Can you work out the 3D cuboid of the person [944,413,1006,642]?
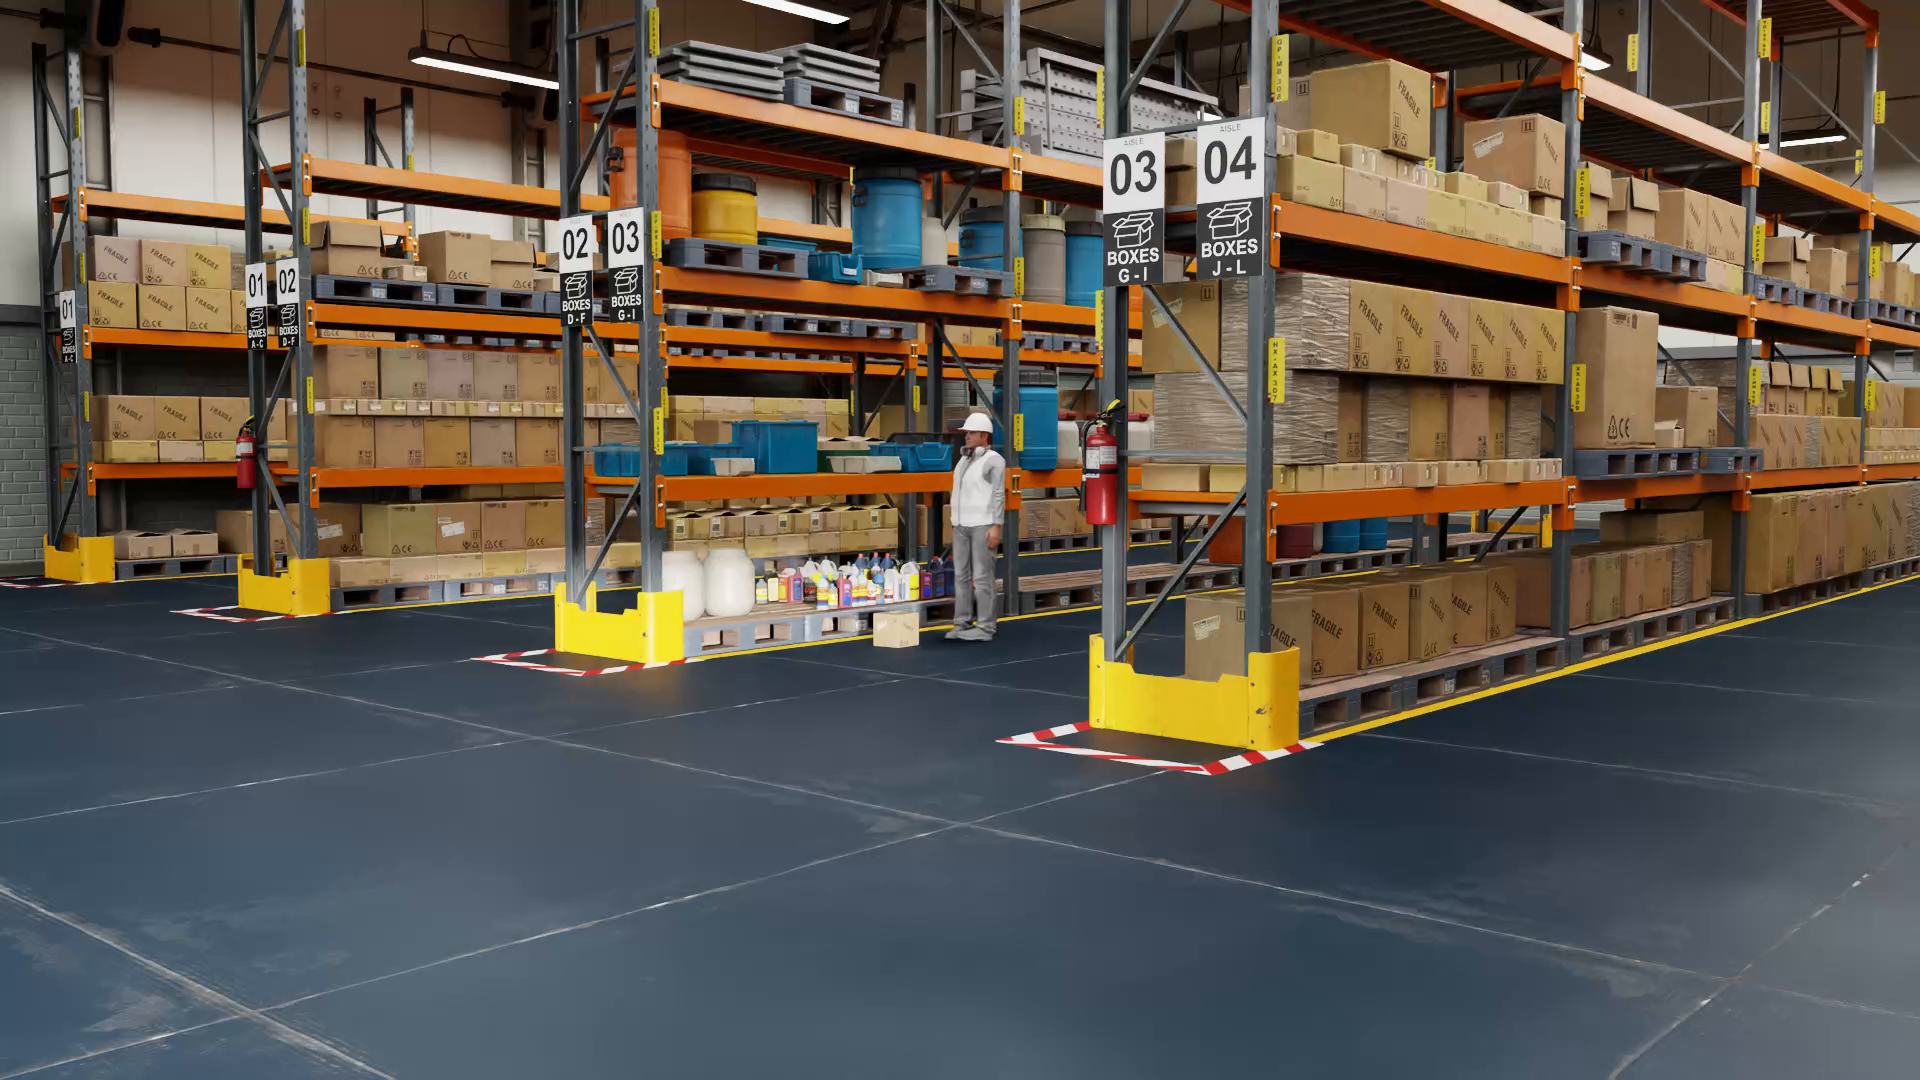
[{"bbox_3d":[0.103,-0.101,13.043,0.417,1.783,0.552,-3,5,-39],"label":"person"}]
